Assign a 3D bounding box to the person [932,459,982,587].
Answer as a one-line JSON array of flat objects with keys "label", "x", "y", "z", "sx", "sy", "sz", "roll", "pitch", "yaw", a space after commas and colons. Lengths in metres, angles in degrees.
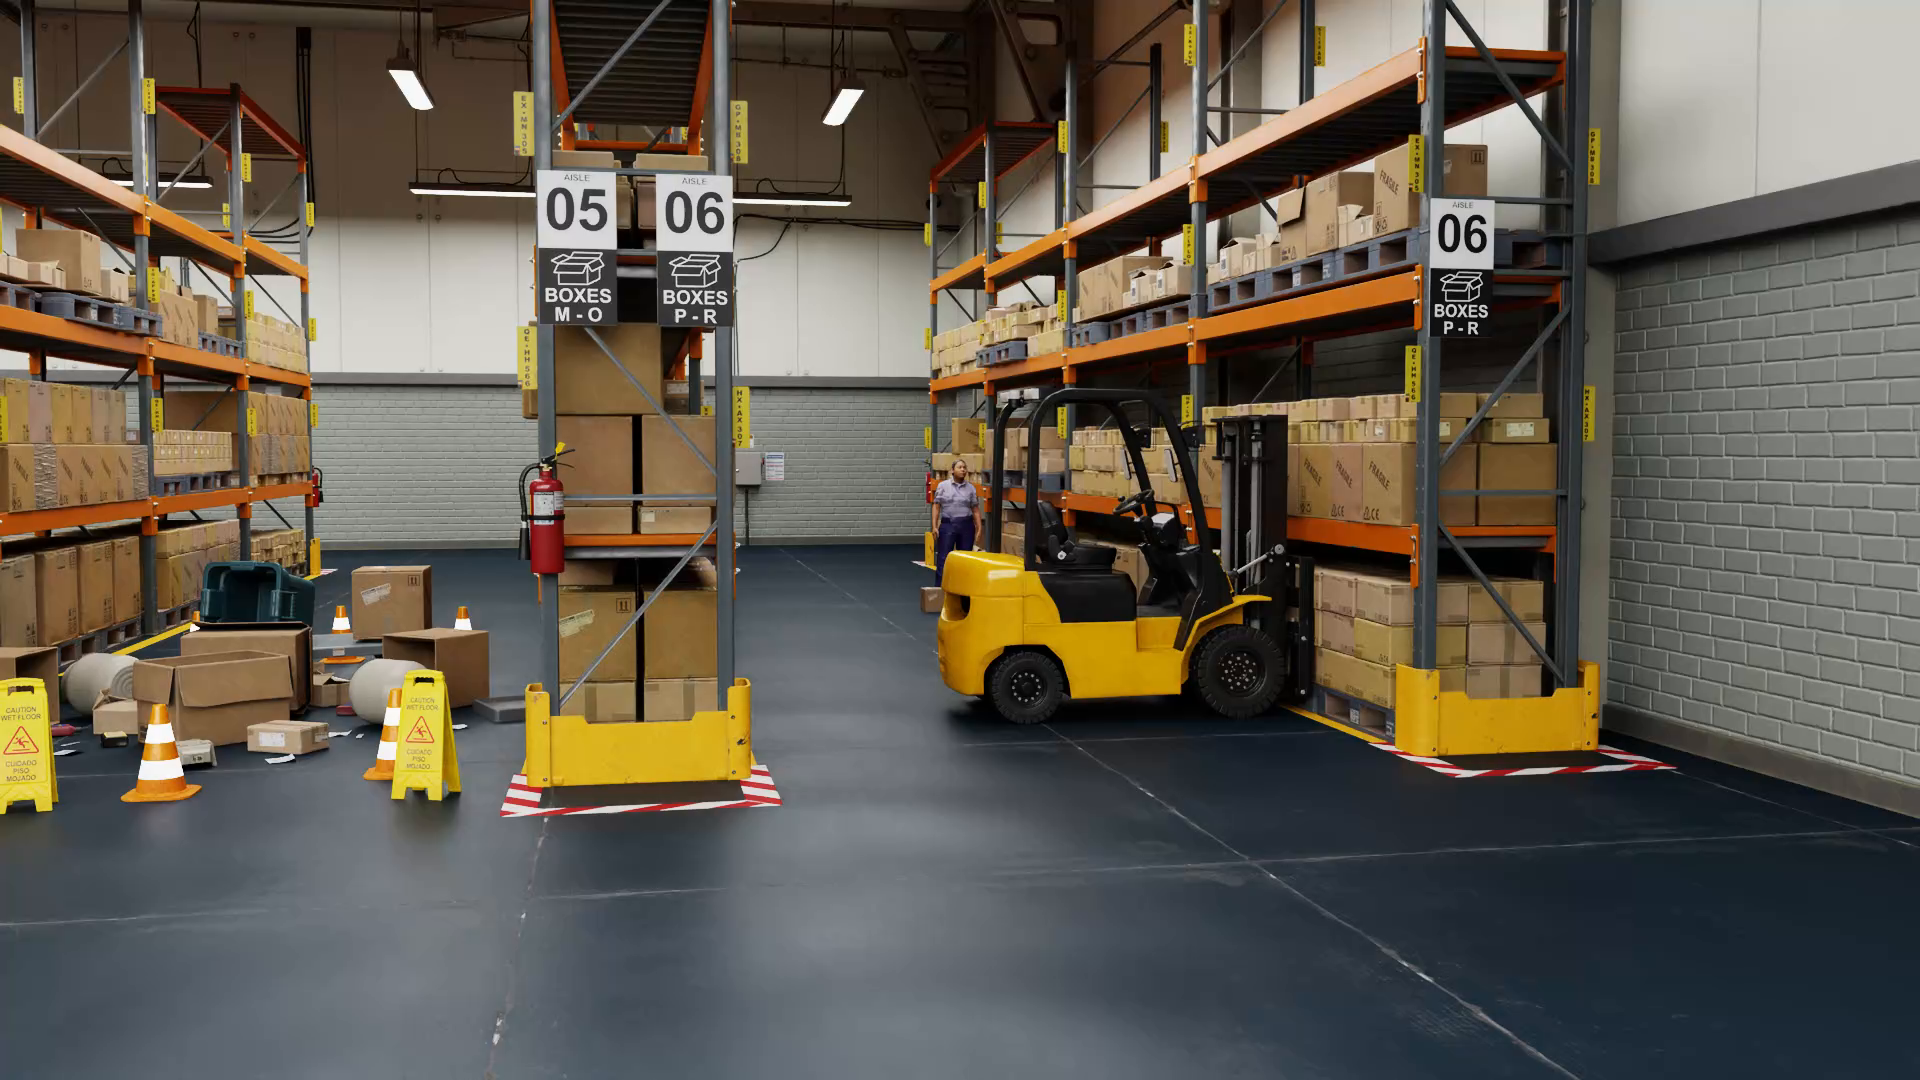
[{"label": "person", "x": -0.038, "y": -0.067, "z": 18.310, "sx": 0.598, "sy": 1.651, "sz": 0.502, "roll": -1, "pitch": 3, "yaw": -11}]
